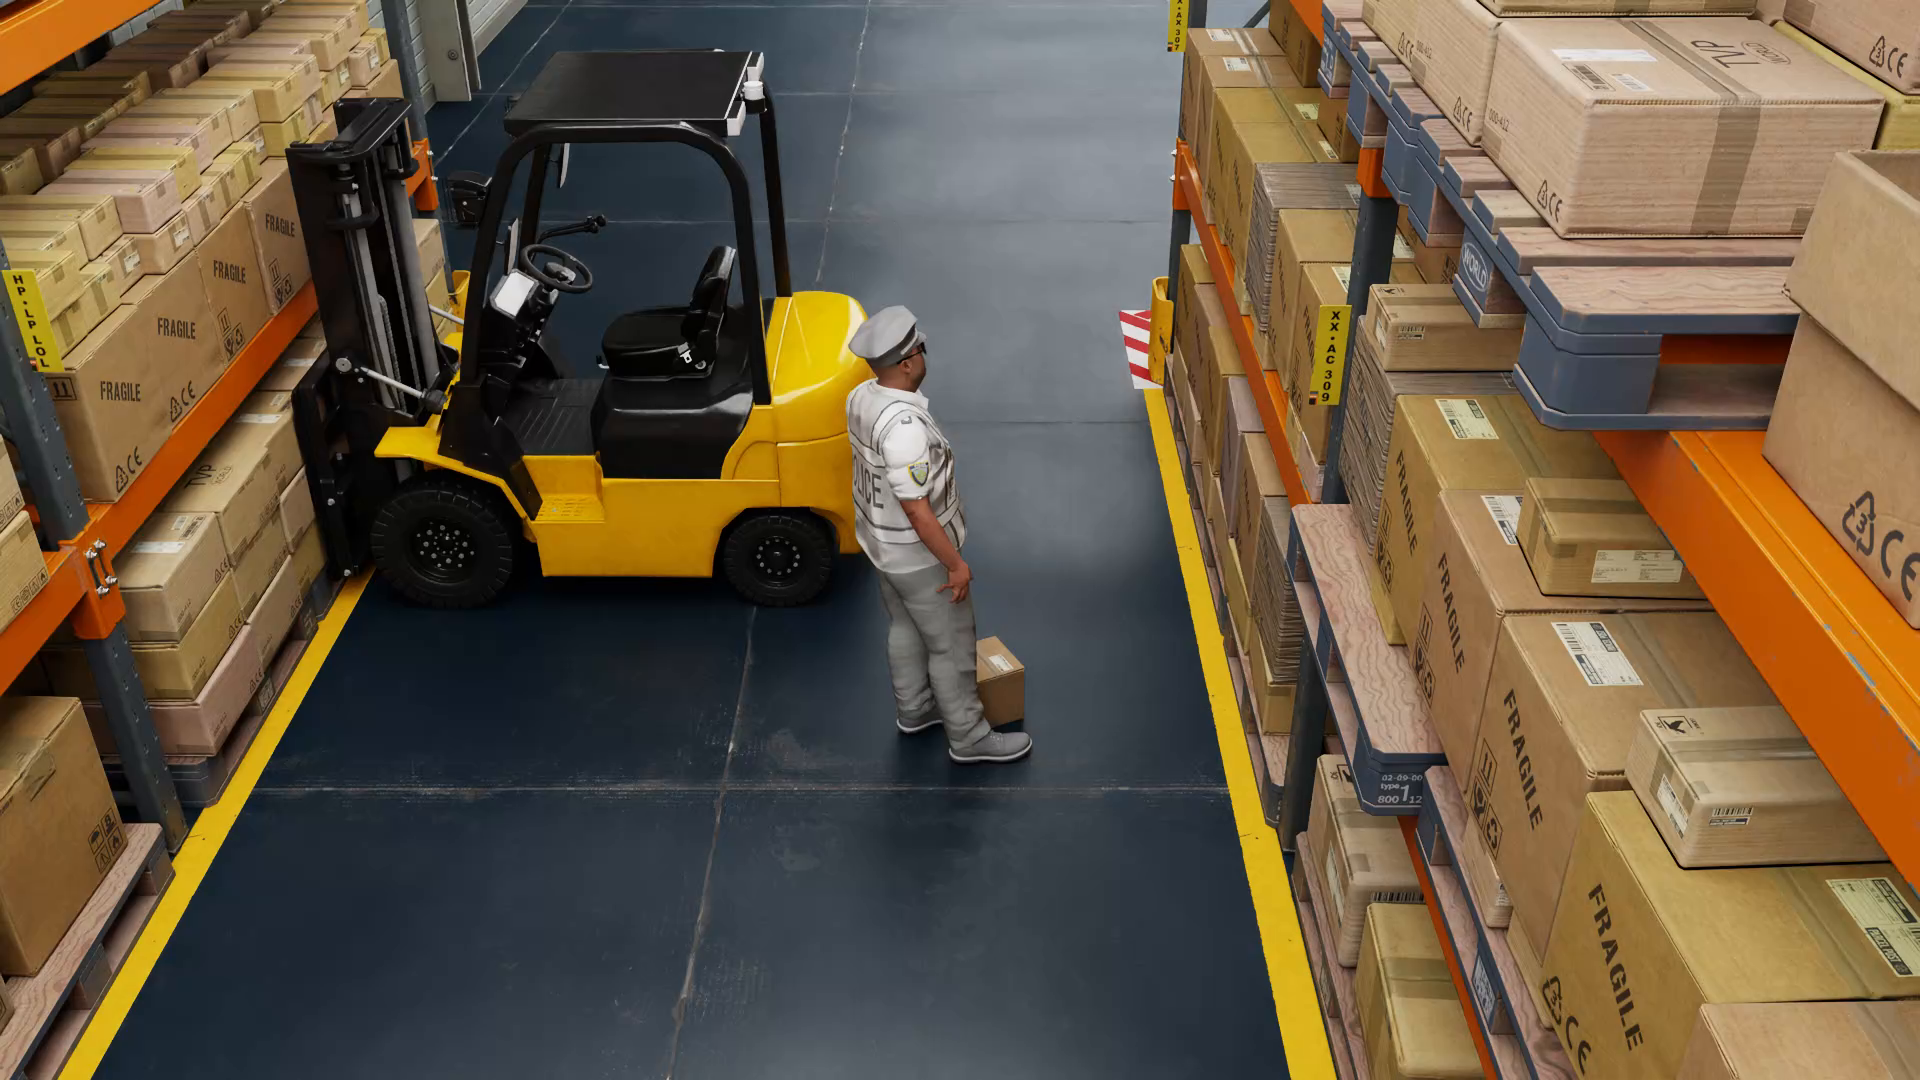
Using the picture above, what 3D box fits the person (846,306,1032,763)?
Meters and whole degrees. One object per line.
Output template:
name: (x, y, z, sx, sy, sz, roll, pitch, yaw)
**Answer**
person: (-0.092, -0.020, 6.114, 0.575, 1.781, 0.640, -13, 34, -21)
